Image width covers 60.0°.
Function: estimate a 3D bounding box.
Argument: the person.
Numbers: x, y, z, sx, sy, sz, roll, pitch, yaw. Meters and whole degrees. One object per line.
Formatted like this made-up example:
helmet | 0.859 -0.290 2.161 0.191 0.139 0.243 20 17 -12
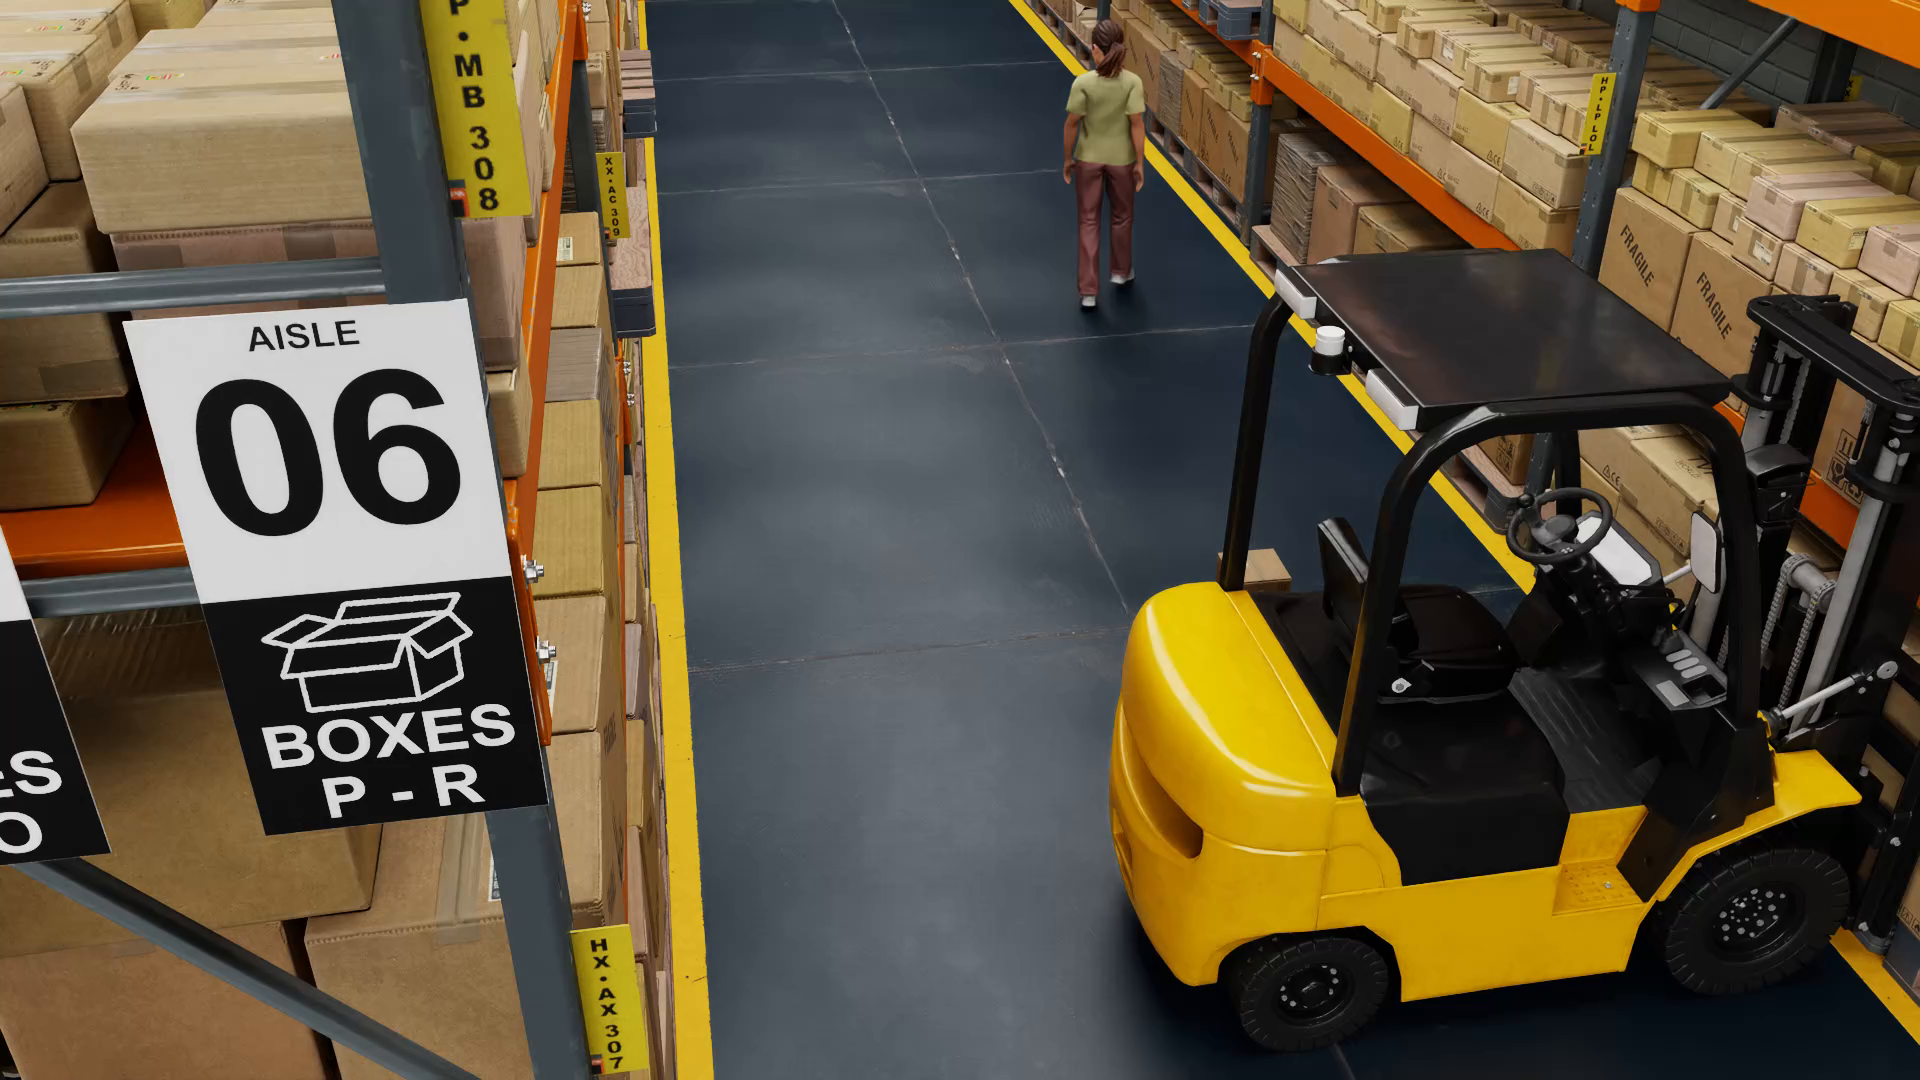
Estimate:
person | 0.854 -2.265 9.899 0.488 1.671 0.646 1 31 2
